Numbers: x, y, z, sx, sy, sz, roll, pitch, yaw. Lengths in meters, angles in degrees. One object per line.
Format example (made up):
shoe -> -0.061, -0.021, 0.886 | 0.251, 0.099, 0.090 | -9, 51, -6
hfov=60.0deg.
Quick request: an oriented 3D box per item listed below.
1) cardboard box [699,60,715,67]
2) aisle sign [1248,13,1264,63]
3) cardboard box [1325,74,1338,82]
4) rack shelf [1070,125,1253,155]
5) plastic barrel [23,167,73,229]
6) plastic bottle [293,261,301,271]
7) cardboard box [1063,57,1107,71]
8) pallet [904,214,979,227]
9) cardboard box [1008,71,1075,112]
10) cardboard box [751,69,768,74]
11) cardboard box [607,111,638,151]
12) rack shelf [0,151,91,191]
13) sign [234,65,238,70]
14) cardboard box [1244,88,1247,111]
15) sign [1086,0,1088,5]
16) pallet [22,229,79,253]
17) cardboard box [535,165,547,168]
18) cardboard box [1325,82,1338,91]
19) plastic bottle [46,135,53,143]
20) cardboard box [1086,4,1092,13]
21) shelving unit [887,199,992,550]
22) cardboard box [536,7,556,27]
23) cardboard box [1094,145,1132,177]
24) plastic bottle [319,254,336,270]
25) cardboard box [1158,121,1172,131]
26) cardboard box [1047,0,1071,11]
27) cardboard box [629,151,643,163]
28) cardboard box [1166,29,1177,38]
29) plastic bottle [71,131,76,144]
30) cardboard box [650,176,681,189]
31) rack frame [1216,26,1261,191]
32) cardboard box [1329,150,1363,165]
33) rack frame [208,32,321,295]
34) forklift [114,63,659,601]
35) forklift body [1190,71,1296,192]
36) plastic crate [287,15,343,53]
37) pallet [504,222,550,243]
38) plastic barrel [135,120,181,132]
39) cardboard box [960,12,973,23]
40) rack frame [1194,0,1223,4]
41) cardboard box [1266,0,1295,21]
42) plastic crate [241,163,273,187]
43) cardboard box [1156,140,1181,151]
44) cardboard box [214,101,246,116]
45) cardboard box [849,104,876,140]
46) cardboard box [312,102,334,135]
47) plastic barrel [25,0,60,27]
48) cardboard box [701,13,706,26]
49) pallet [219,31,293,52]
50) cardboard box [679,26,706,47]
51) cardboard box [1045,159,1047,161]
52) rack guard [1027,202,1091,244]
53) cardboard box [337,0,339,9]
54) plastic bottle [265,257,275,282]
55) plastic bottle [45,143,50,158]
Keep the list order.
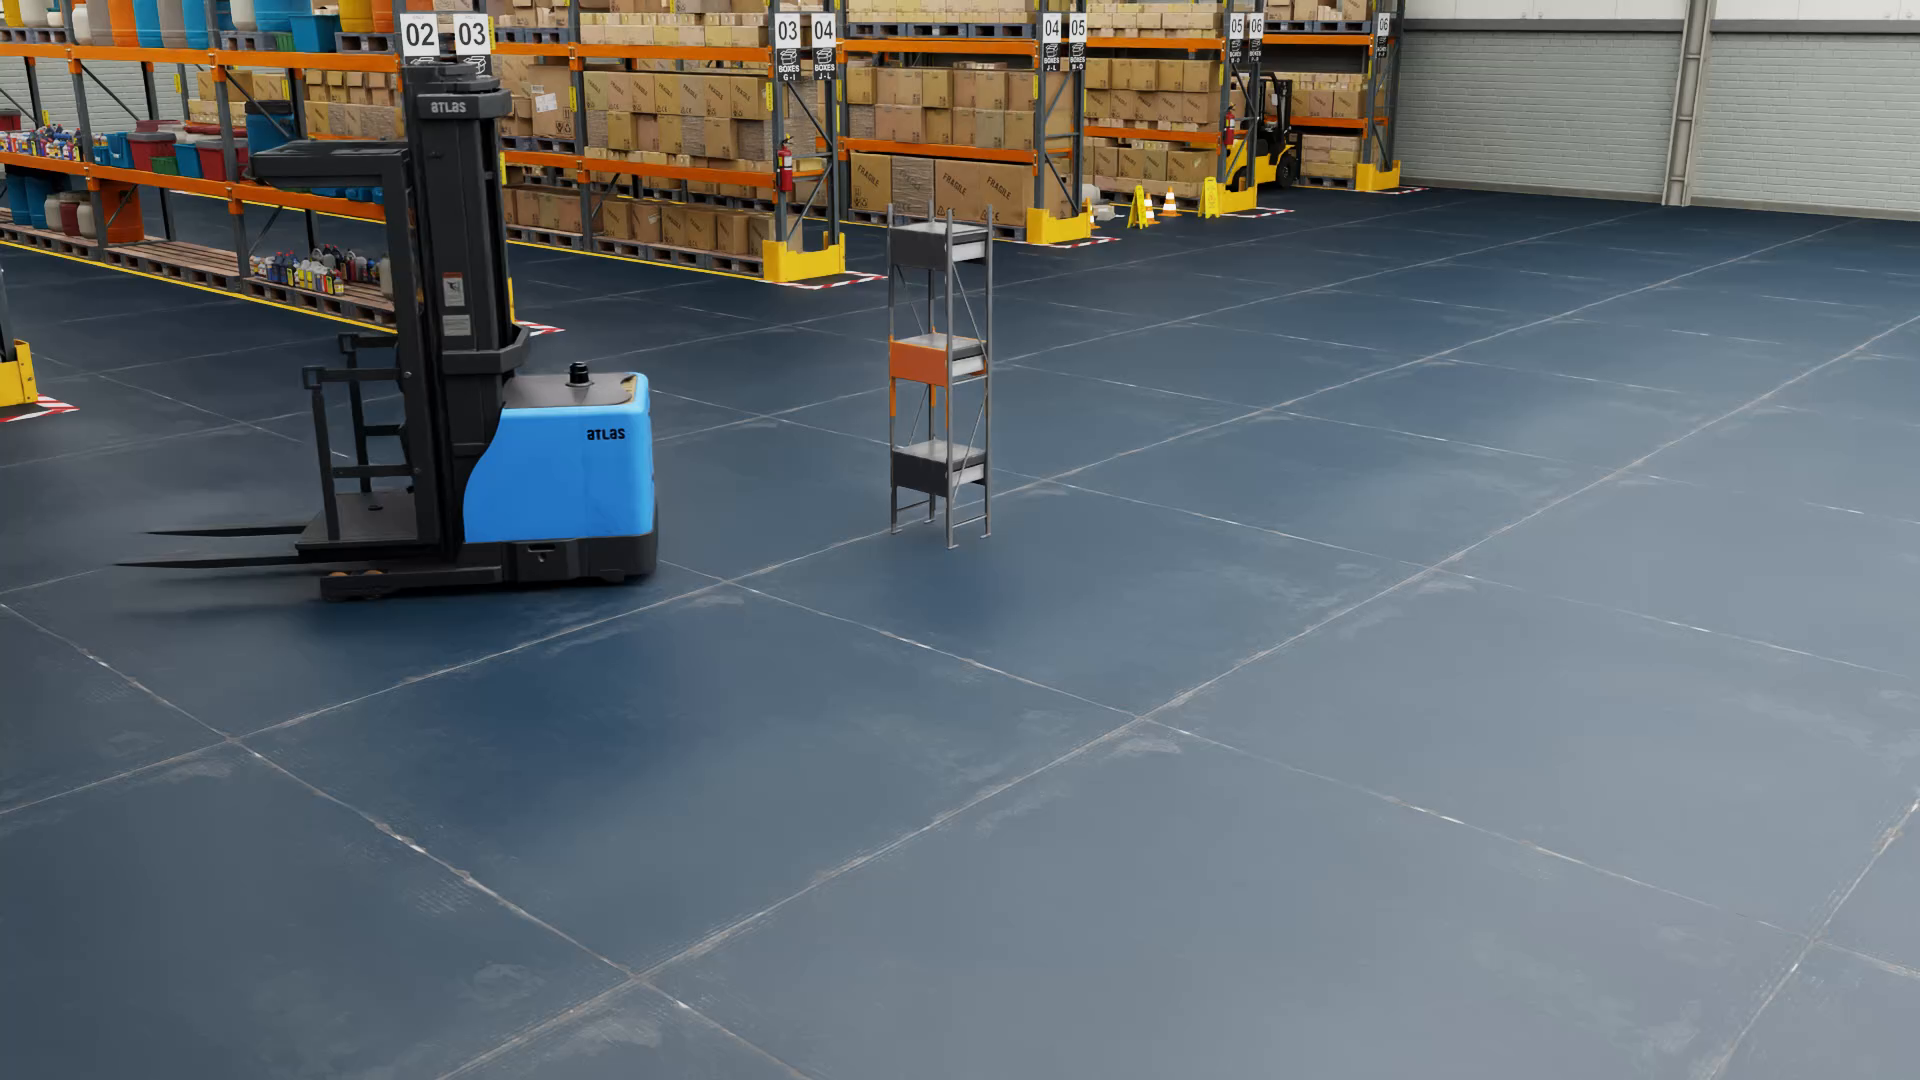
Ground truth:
cardboard box -> -5.229, -10.094, 35.642 | 0.500, 0.500, 0.500 | 15, 23, 38
aisle sign -> 4.909, -8.322, 27.576 | 0.004, 0.787, 0.394 | 15, 23, 39
cardboard box -> 7.122, -8.760, 31.527 | 0.250, 0.149, 0.380 | 16, 23, 40
rack shelf -> 3.161, -7.083, 29.162 | 4.000, 0.370, 1.077 | 15, 23, 39
plastic barrel -> -13.259, -5.016, 24.233 | 0.708, 0.901, 0.600 | 15, 23, 39
plastic bottle -> -7.596, -3.059, 19.076 | 0.097, 0.271, 0.097 | 0, 18, 0
cardboard box -> 2.218, -8.249, 29.335 | 0.500, 0.500, 0.700 | 15, 23, 40
pallet -> -0.111, -4.943, 25.839 | 1.213, 0.211, 1.003 | 15, 23, 39
cardboard box -> 1.195, -6.554, 24.271 | 0.550, 0.550, 0.875 | 15, 23, 39
cardboard box -> -3.061, -7.616, 27.833 | 0.500, 0.500, 0.700 | 15, 23, 39
cardboard box -> -4.267, -5.562, 22.523 | 0.500, 0.500, 0.875 | 15, 23, 39
rack shelf -> -12.688, -5.327, 23.627 | 4.000, 0.370, 1.077 | 15, 23, 39
sign -> -13.517, -8.780, 31.013 | 0.005, 0.325, 0.100 | 15, 23, 39
cardboard box -> 5.896, -8.649, 32.740 | 0.500, 0.500, 0.500 | 15, 23, 39
sign -> 1.820, -7.893, 23.989 | 0.005, 0.325, 0.100 | 15, 23, 39
pallet -> -12.718, -4.333, 23.916 | 1.213, 0.211, 1.003 | 15, 23, 39
cardboard box -> -7.975, -7.268, 32.082 | 0.250, 0.149, 0.380 | 16, 23, 40
cardboard box -> 7.139, -8.622, 31.583 | 0.250, 0.149, 0.380 | 16, 23, 40
plastic bottle -> -12.675, -5.497, 23.165 | 0.133, 0.283, 0.061 | 15, 23, 39
cardboard box -> 2.268, -9.221, 28.847 | 0.250, 0.149, 0.380 | 15, 23, 39
shelving unit -> -0.124, -1.034, 10.399 | 0.503, 2.100, 0.431 | 15, 23, 39
cardboard box -> -5.682, -7.318, 23.280 | 0.258, 0.266, 0.396 | 16, 24, 41
cardboard box -> 2.722, -6.686, 29.332 | 0.500, 0.500, 0.500 | 17, 24, 42
plastic bottle -> -7.463, -3.235, 19.623 | 0.135, 0.276, 0.152 | 15, 23, 39
cardboard box -> 3.582, -7.059, 28.310 | 0.250, 0.149, 0.380 | 16, 23, 40
cardboard box -> 1.256, -7.787, 24.128 | 0.500, 0.250, 0.500 | 15, 23, 39
cardboard box -> -4.215, -5.150, 22.296 | 0.250, 0.149, 0.380 | 15, 23, 39
cardboard box -> 3.675, -8.513, 27.932 | 0.250, 0.149, 0.380 | 15, 23, 40
plastic bottle -> -12.750, -5.758, 24.002 | 0.135, 0.276, 0.152 | 15, 23, 39
cardboard box -> -5.202, -6.572, 29.801 | 0.500, 0.500, 0.500 | 15, 23, 39
rack frame -> 4.657, -7.025, 27.788 | 0.127, 3.000, 1.000 | 15, 23, 39
cardboard box -> 7.377, -7.303, 31.690 | 0.500, 0.250, 0.500 | 15, 23, 39
rack frame -> -8.200, -4.465, 19.722 | 0.127, 3.000, 1.000 | 15, 23, 39
forklift -> -3.362, -1.217, 9.602 | 3.031, 2.935, 1.130 | -3, 18, -8
forklift body -> 5.320, -7.712, 31.356 | 1.214, 2.155, 2.313 | 15, 23, 39
plastic crate -> -6.835, -5.399, 17.732 | 0.575, 0.384, 0.392 | 15, 23, 39
pallet -> -6.413, -4.658, 24.939 | 1.213, 0.211, 1.003 | 15, 23, 39
plastic barrel -> -10.644, -5.308, 22.155 | 0.708, 0.536, 0.600 | 15, 23, 39
cardboard box -> 0.212, -7.637, 24.313 | 0.250, 0.149, 0.380 | 15, 23, 38
rack frame -> 4.957, -11.811, 32.952 | 0.127, 3.000, 1.000 | 15, 23, 39
cardboard box -> 6.344, -10.263, 32.004 | 0.637, 0.503, 0.797 | 16, 24, 41
plastic crate -> -7.893, -4.302, 19.310 | 0.504, 0.338, 0.767 | 15, 23, 39
cardboard box -> 3.566, -6.741, 28.434 | 0.250, 0.149, 0.380 | 16, 24, 41
cardboard box -> -12.941, -7.703, 29.682 | 0.500, 0.250, 0.500 | 14, 22, 37
cardboard box -> -1.261, -6.688, 26.478 | 0.550, 0.550, 0.875 | 15, 23, 39
cardboard box -> -10.341, -6.990, 27.513 | 0.500, 0.500, 0.500 | 15, 23, 39
plastic barrel -> -12.806, -7.632, 23.220 | 0.708, 0.901, 0.600 | 15, 23, 39
cardboard box -> -3.036, -6.548, 20.915 | 0.250, 0.149, 0.380 | 15, 23, 40
pallet -> -7.596, -5.682, 18.910 | 1.003, 0.211, 1.213 | 15, 23, 39
cardboard box -> -3.203, -6.385, 21.060 | 0.500, 0.250, 0.500 | 16, 23, 40
cardboard box -> 1.271, -6.880, 30.982 | 0.625, 0.372, 0.950 | 15, 23, 40
rack guard -> 1.465, -4.688, 24.558 | 0.348, 0.500, 1.175 | 15, 23, 39
cardboard box -> -9.446, -8.473, 26.528 | 0.637, 0.503, 0.797 | 15, 23, 39
plastic bottle -> -7.993, -3.155, 19.369 | 0.135, 0.276, 0.152 | 16, 24, 41
plastic bottle -> -12.534, -5.369, 22.898 | 0.097, 0.201, 0.097 | 0, 18, 0
